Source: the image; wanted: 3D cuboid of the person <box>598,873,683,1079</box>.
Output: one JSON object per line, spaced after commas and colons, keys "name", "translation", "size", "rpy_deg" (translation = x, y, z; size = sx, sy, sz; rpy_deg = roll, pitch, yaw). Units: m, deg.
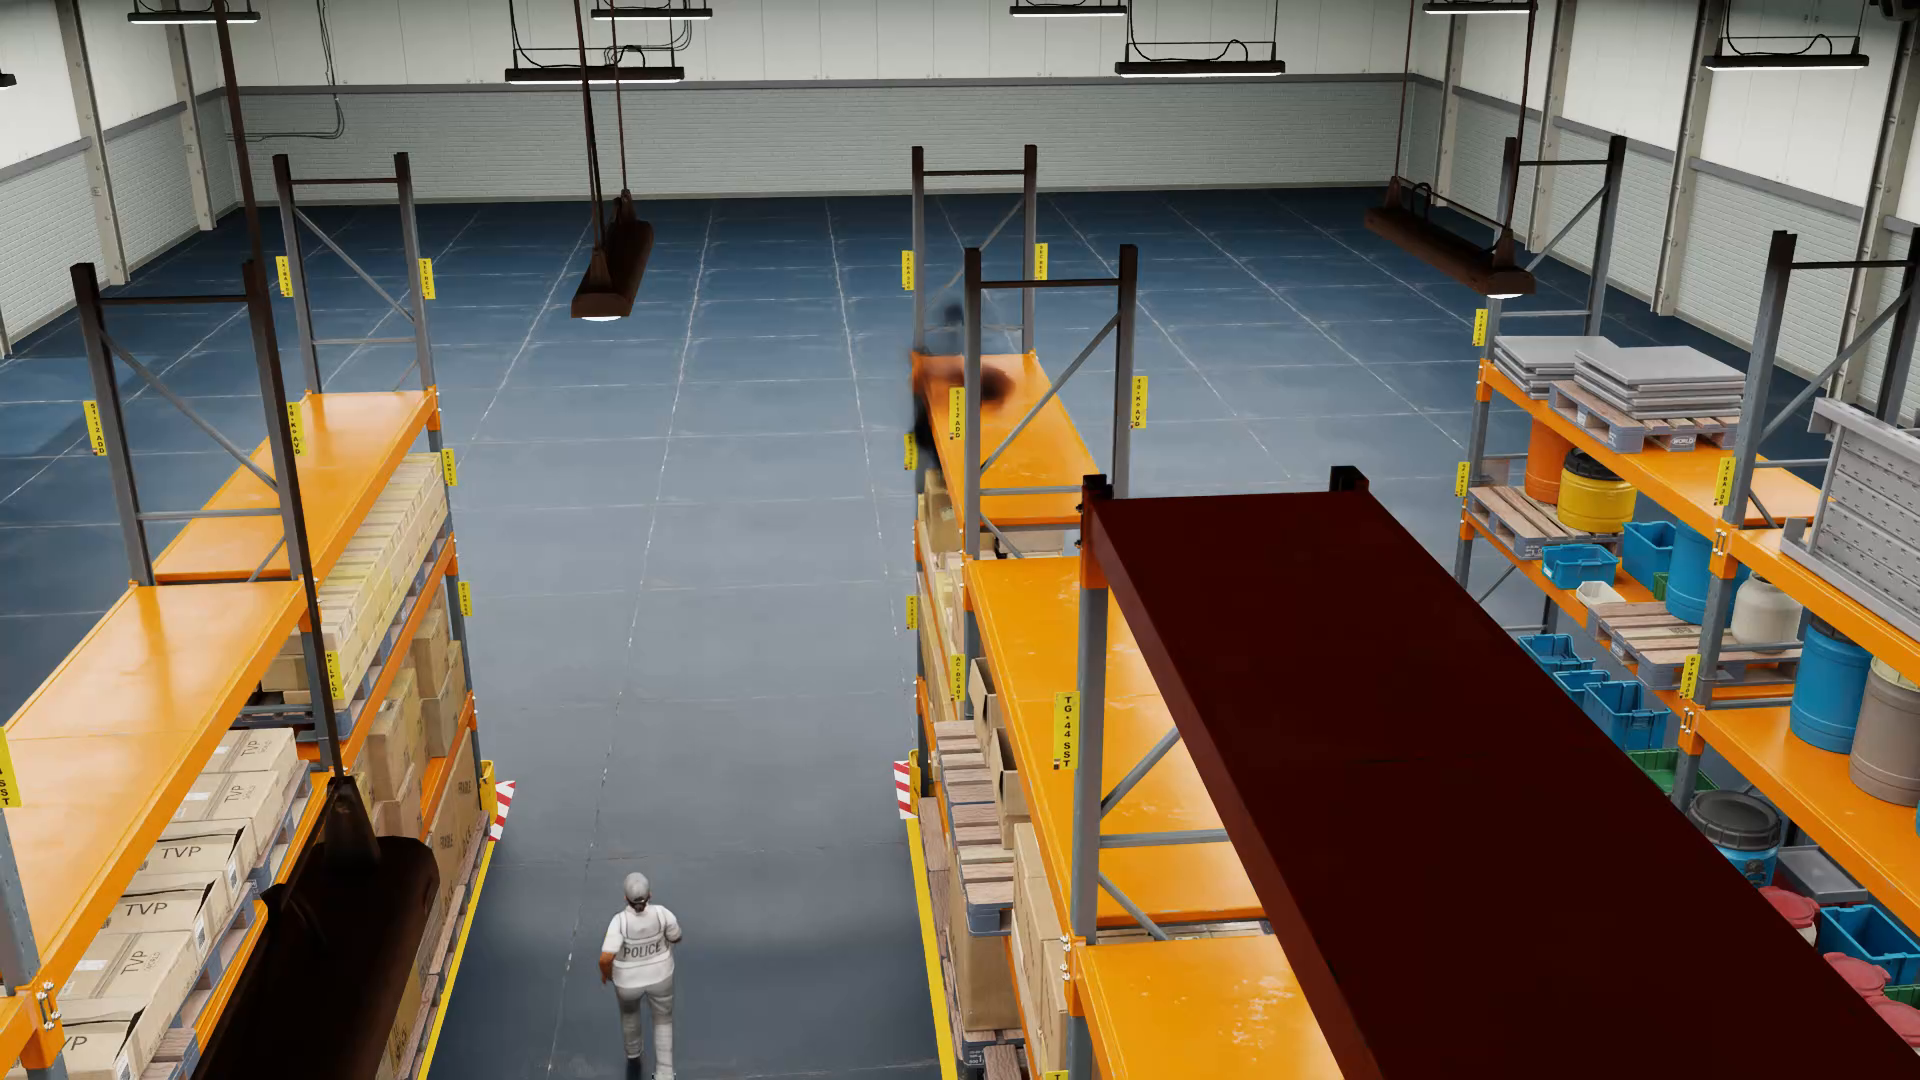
{"name": "person", "translation": [-2.202, 3.074, 11.575], "size": [0.589, 1.694, 0.883], "rpy_deg": [-6, 22, -14]}
